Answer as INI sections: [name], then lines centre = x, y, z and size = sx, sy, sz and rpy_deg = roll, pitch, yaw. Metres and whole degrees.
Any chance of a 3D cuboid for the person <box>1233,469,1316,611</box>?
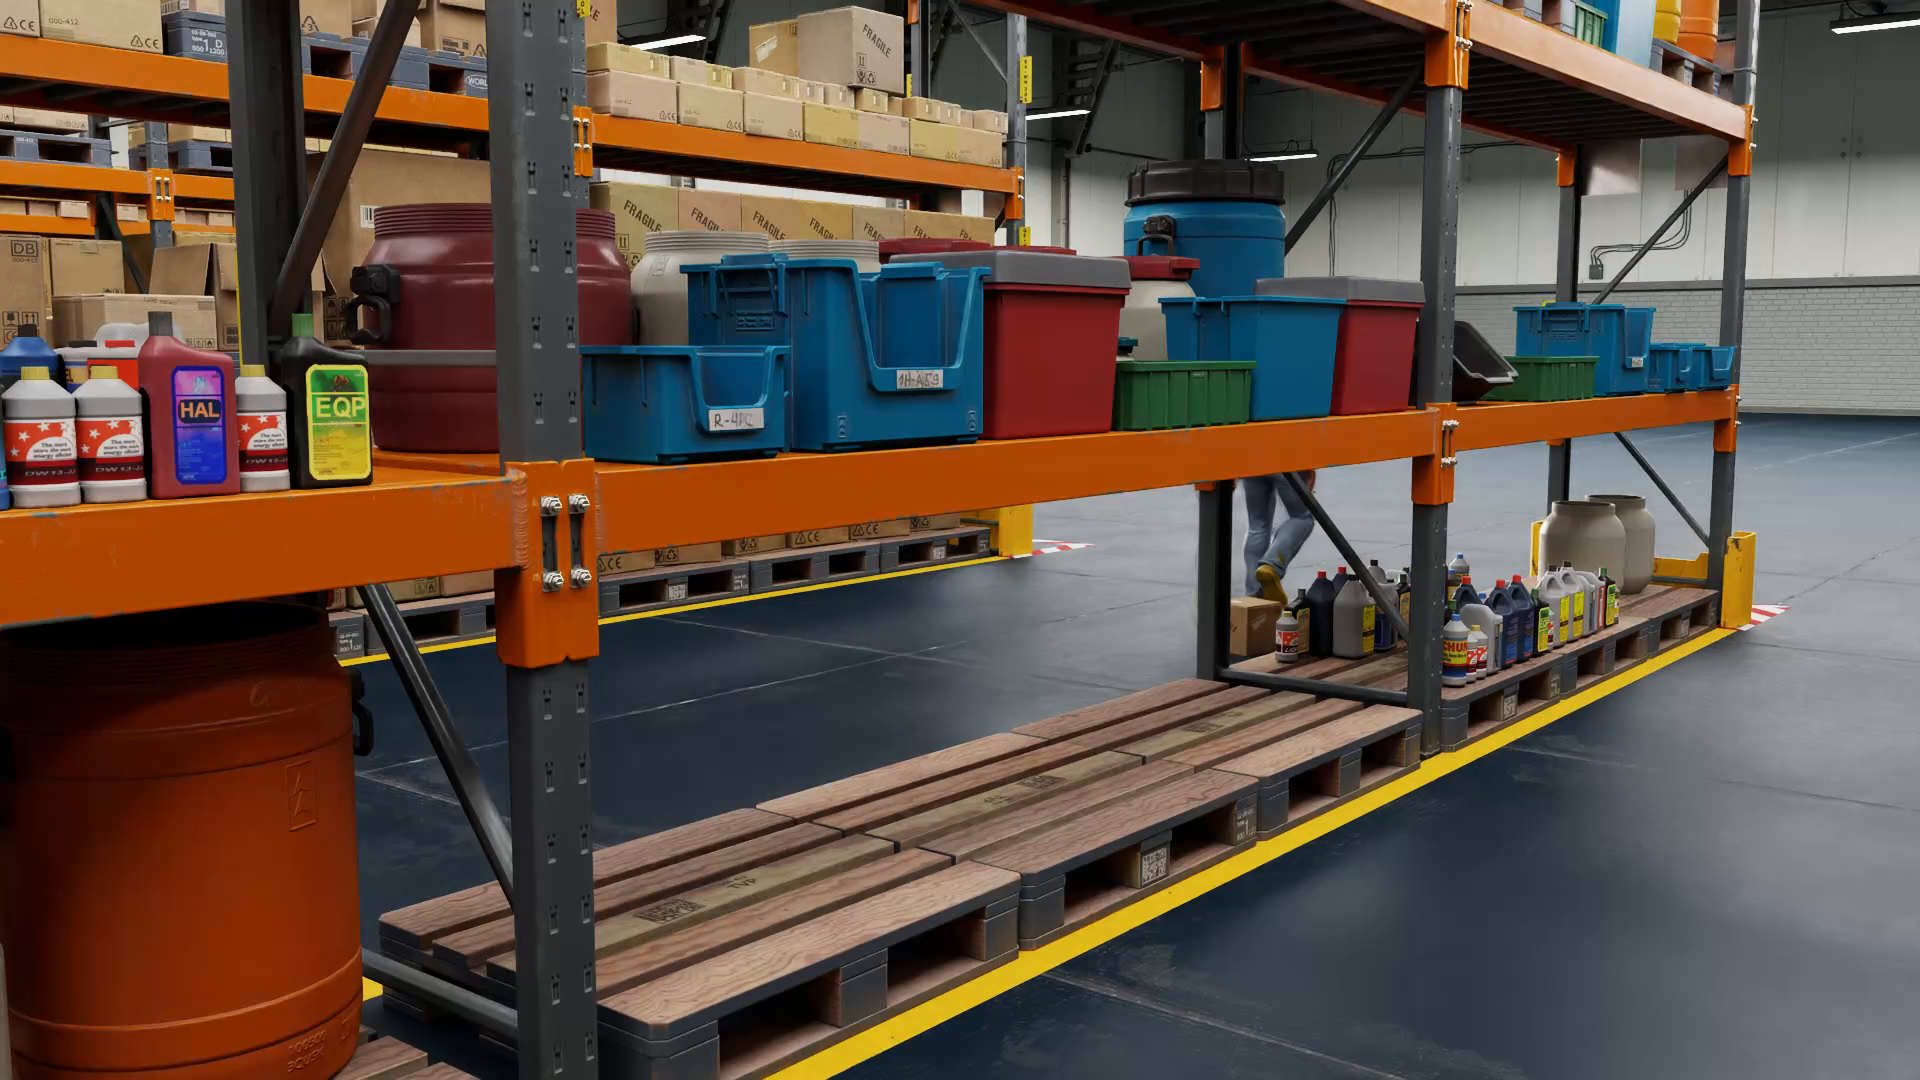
[person]
centre = 1.749, -0.468, 9.400
size = 0.573, 1.756, 0.517
rpy_deg = 5, 8, 35
